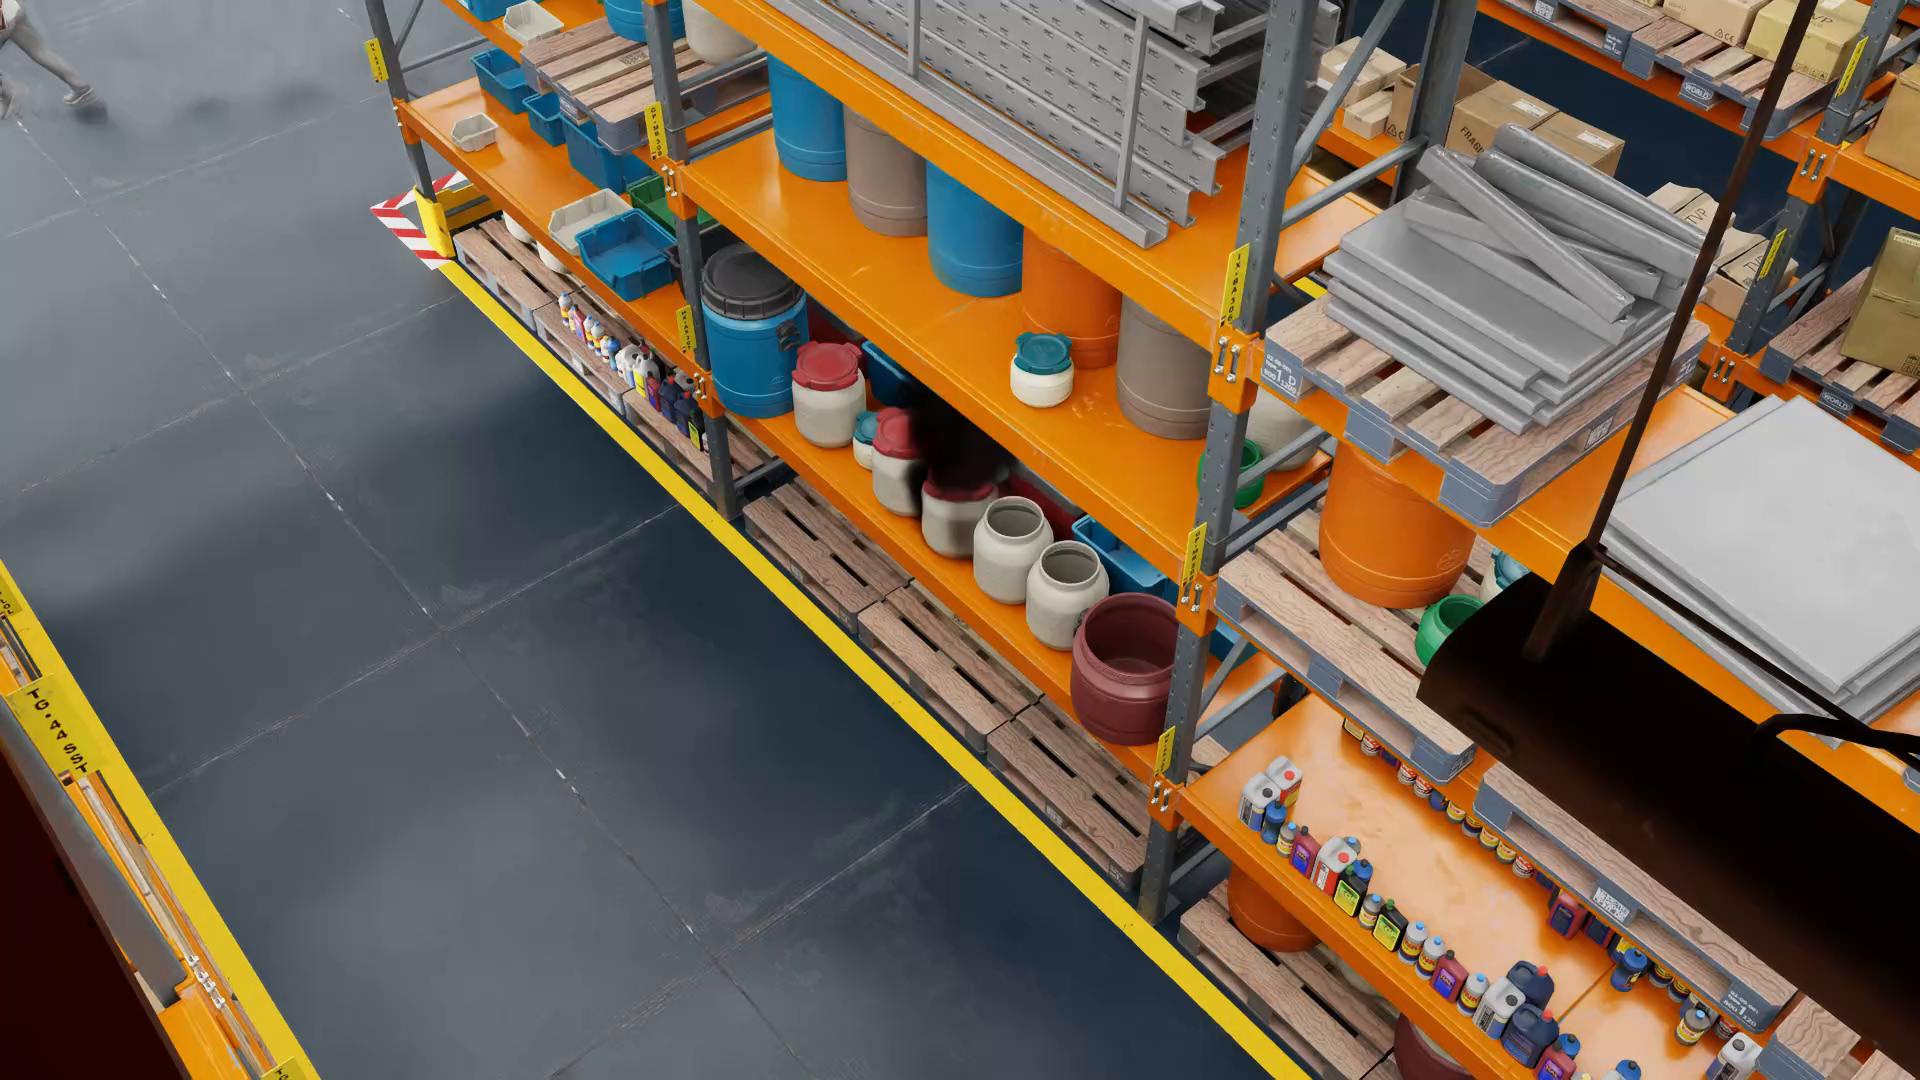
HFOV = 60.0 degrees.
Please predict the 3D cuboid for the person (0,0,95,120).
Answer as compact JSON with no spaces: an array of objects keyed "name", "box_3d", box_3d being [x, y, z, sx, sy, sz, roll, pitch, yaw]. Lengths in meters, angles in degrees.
[{"name":"person","box_3d":[-7.994,-4.319,13.954,0.918,1.687,0.569,-4,47,-3]}]
